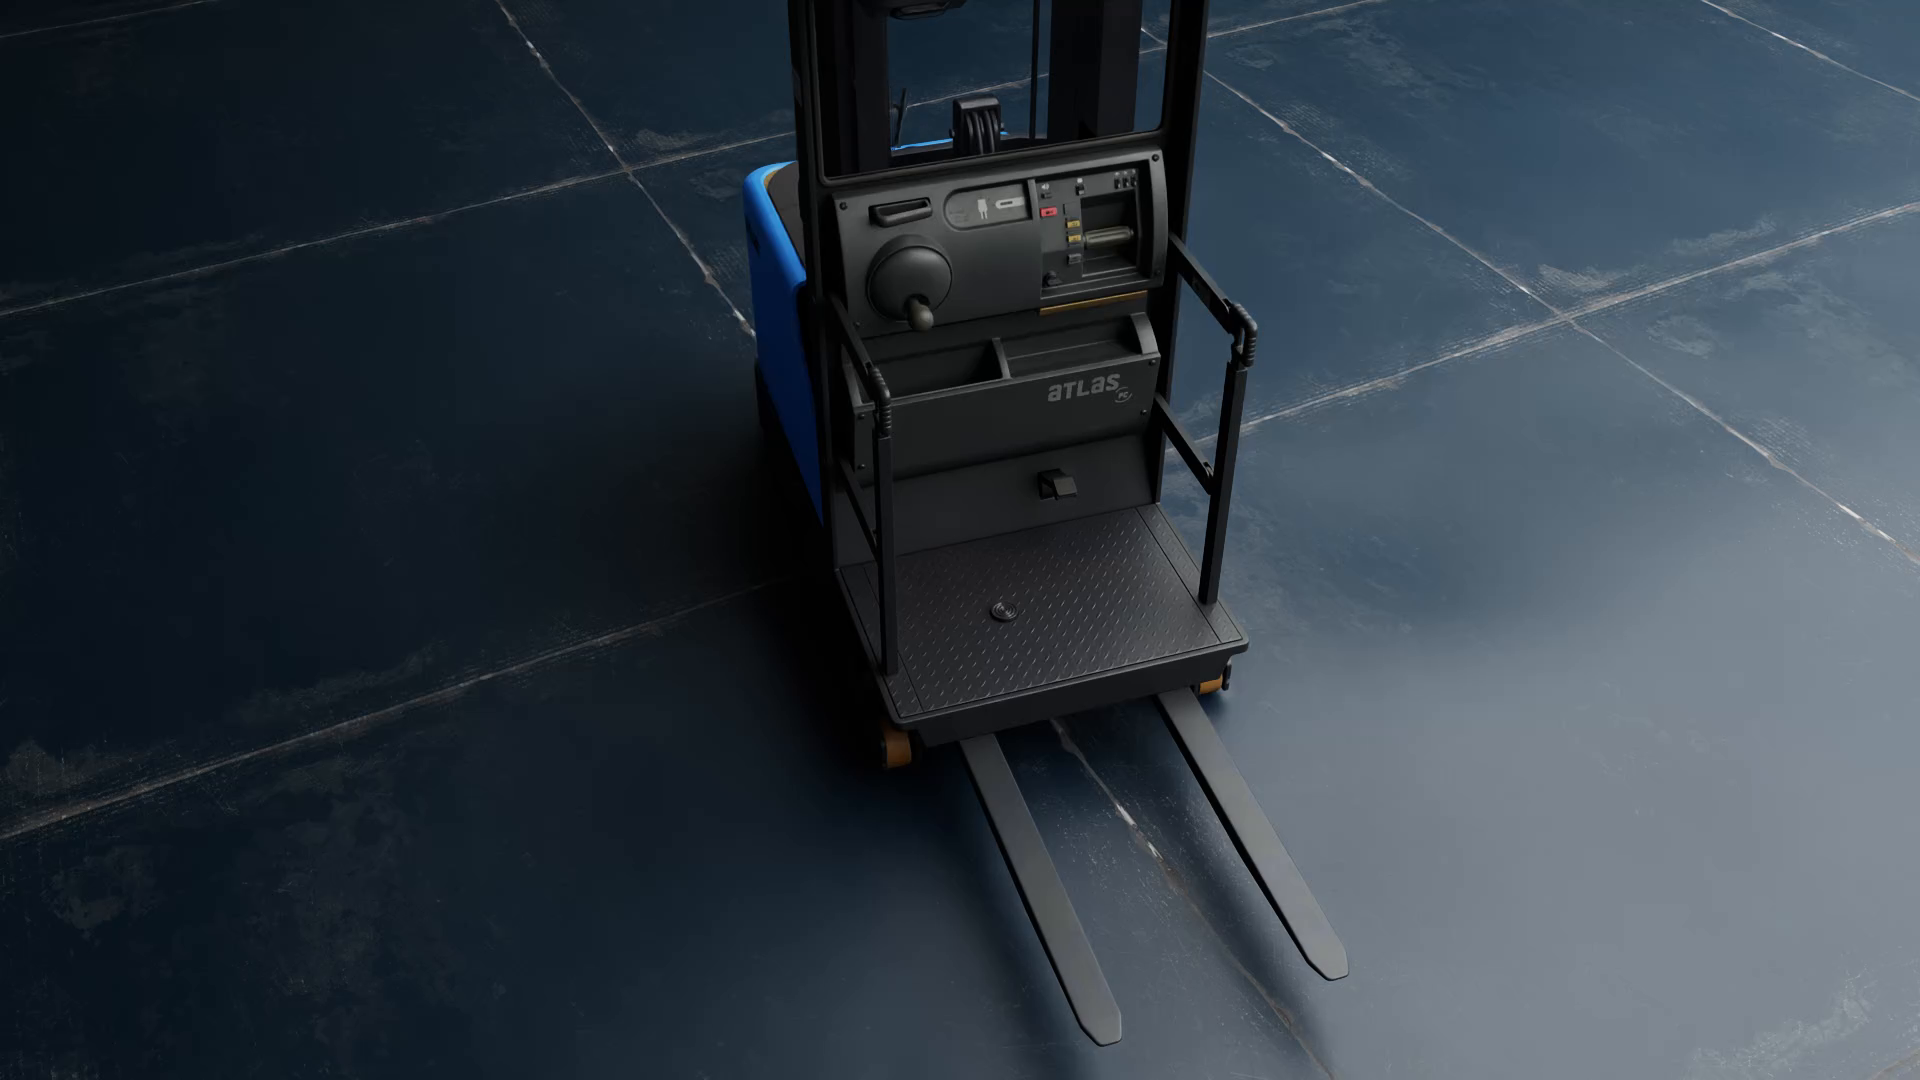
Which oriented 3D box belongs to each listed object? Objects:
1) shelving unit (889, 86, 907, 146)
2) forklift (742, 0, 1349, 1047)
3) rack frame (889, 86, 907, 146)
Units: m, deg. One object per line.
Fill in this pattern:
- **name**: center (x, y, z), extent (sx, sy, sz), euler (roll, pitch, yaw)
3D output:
- **shelving unit**: center (-0.432, -1.124, 6.137), extent (0.189, 1.200, 0.258), euler (-13, 40, -33)
- **forklift**: center (0.190, -0.735, 4.350), extent (1.130, 2.935, 3.031), euler (-12, 42, -13)
- **rack frame**: center (-0.357, -1.141, 6.187), extent (0.006, 1.200, 0.240), euler (-13, 40, -33)
